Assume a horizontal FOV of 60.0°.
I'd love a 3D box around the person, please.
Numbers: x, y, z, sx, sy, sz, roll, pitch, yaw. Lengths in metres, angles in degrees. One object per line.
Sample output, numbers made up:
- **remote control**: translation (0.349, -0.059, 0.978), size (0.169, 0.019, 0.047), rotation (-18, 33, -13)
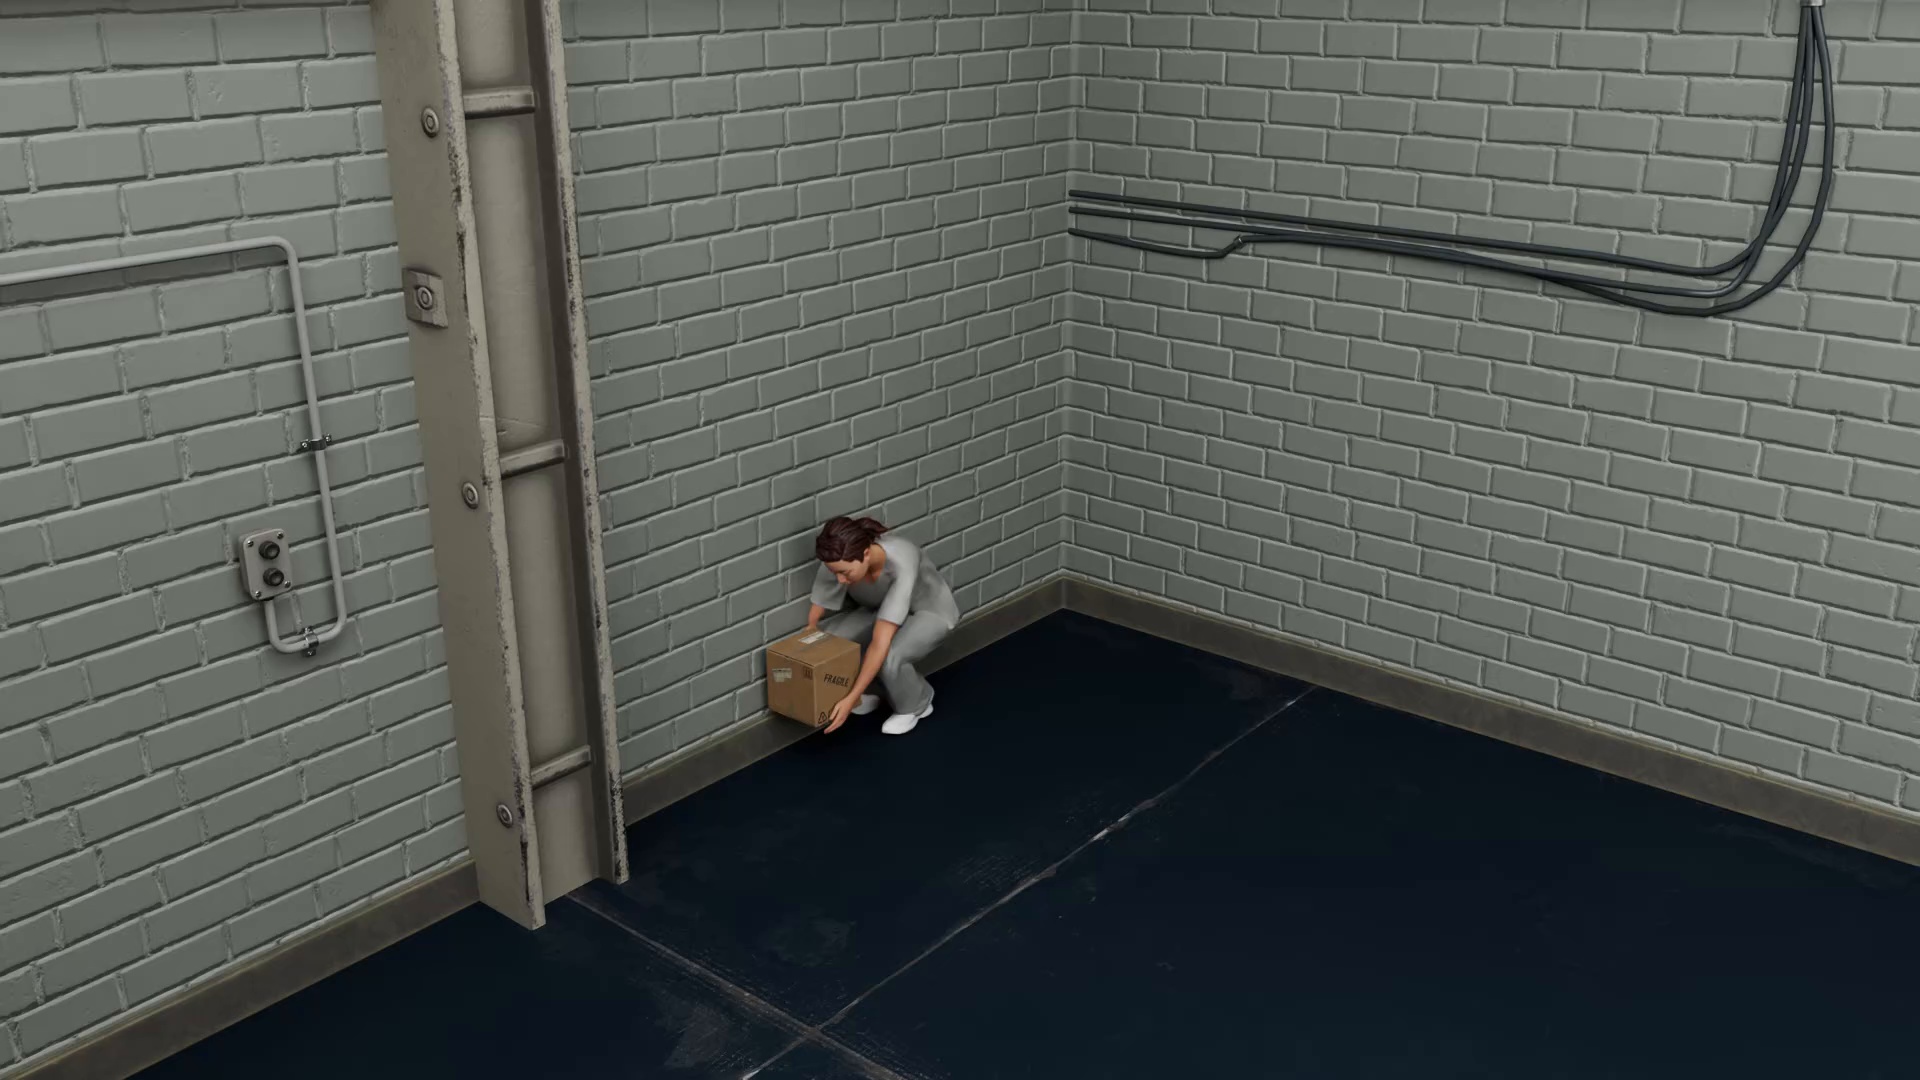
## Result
- **person**: translation (-0.332, 0.292, 6.368), size (0.480, 0.933, 0.806), rotation (16, 26, 37)
